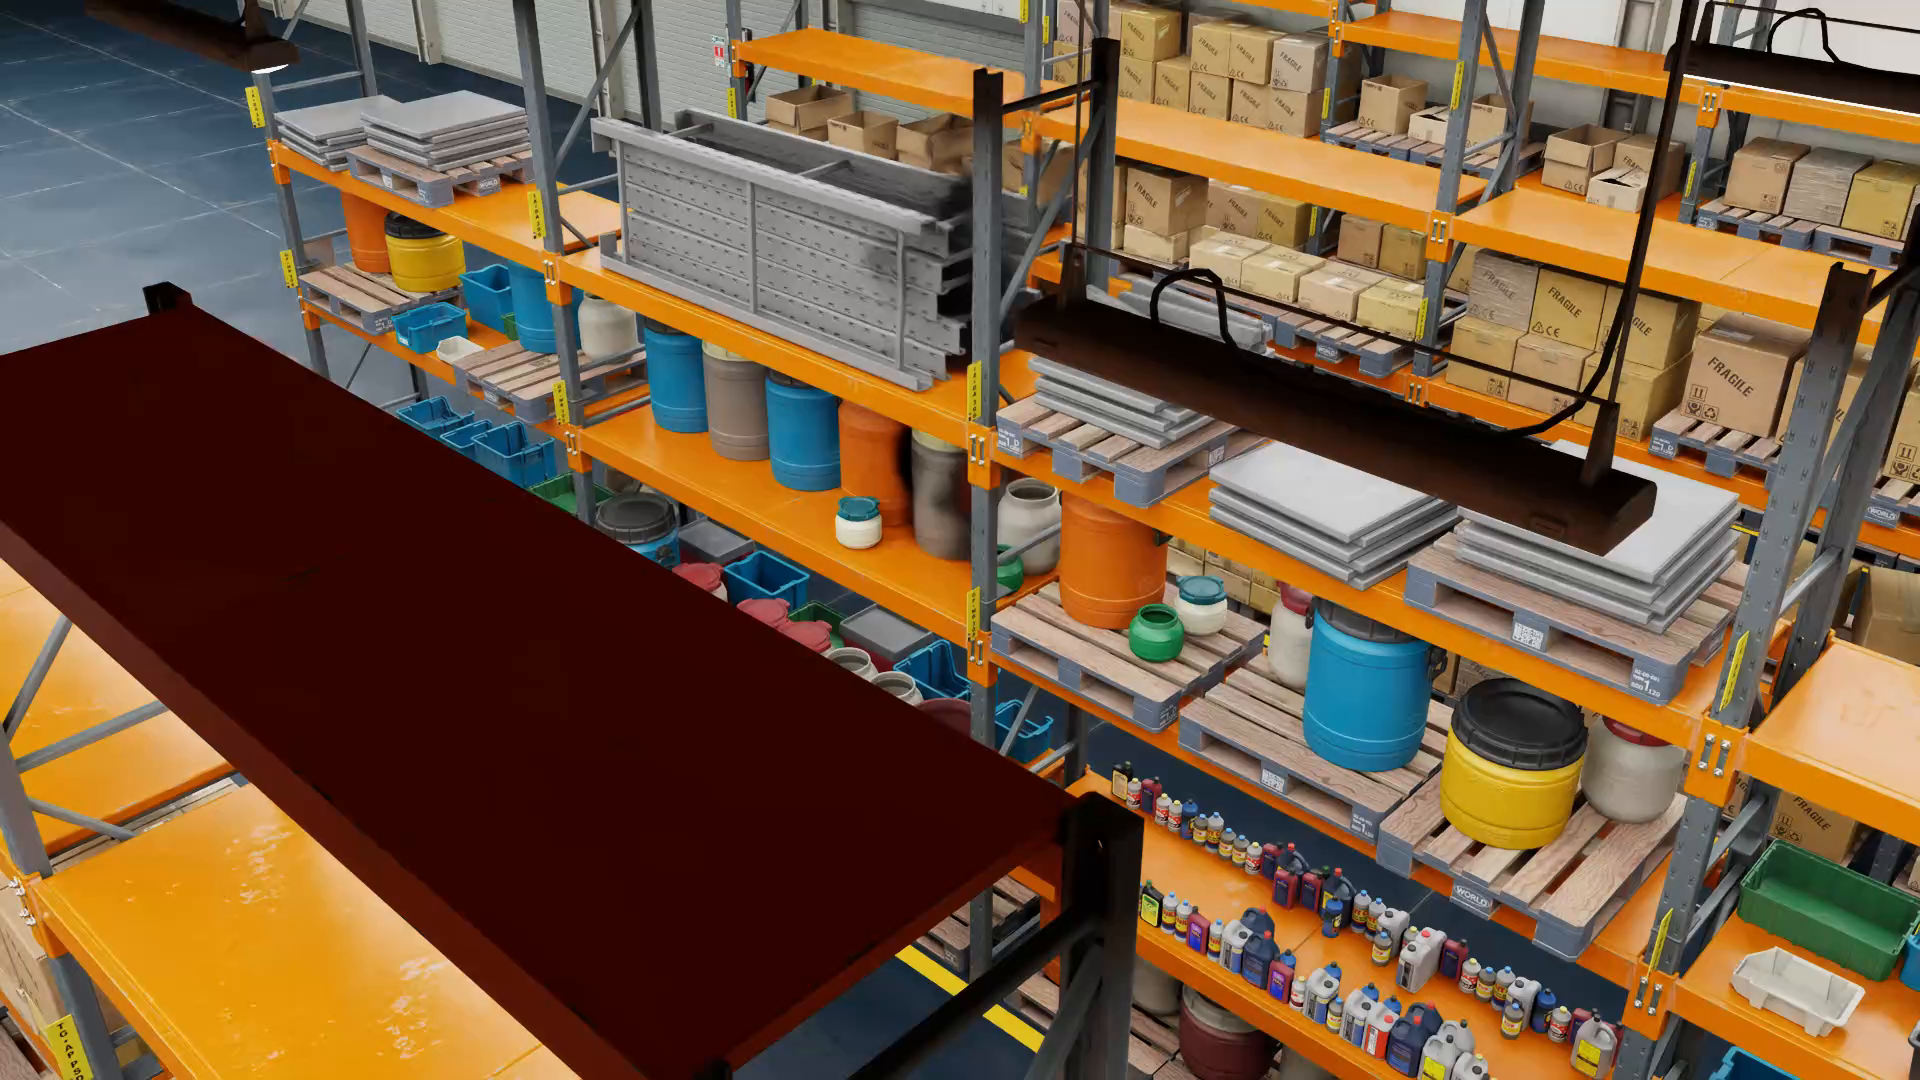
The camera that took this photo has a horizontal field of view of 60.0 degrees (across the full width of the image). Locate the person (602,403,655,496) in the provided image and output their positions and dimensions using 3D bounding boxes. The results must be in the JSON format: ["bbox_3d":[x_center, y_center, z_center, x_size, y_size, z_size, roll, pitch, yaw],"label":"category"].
[{"bbox_3d":[-3.168,-0.784,15.919,0.619,1.678,0.679,16,33,26],"label":"person"}]
